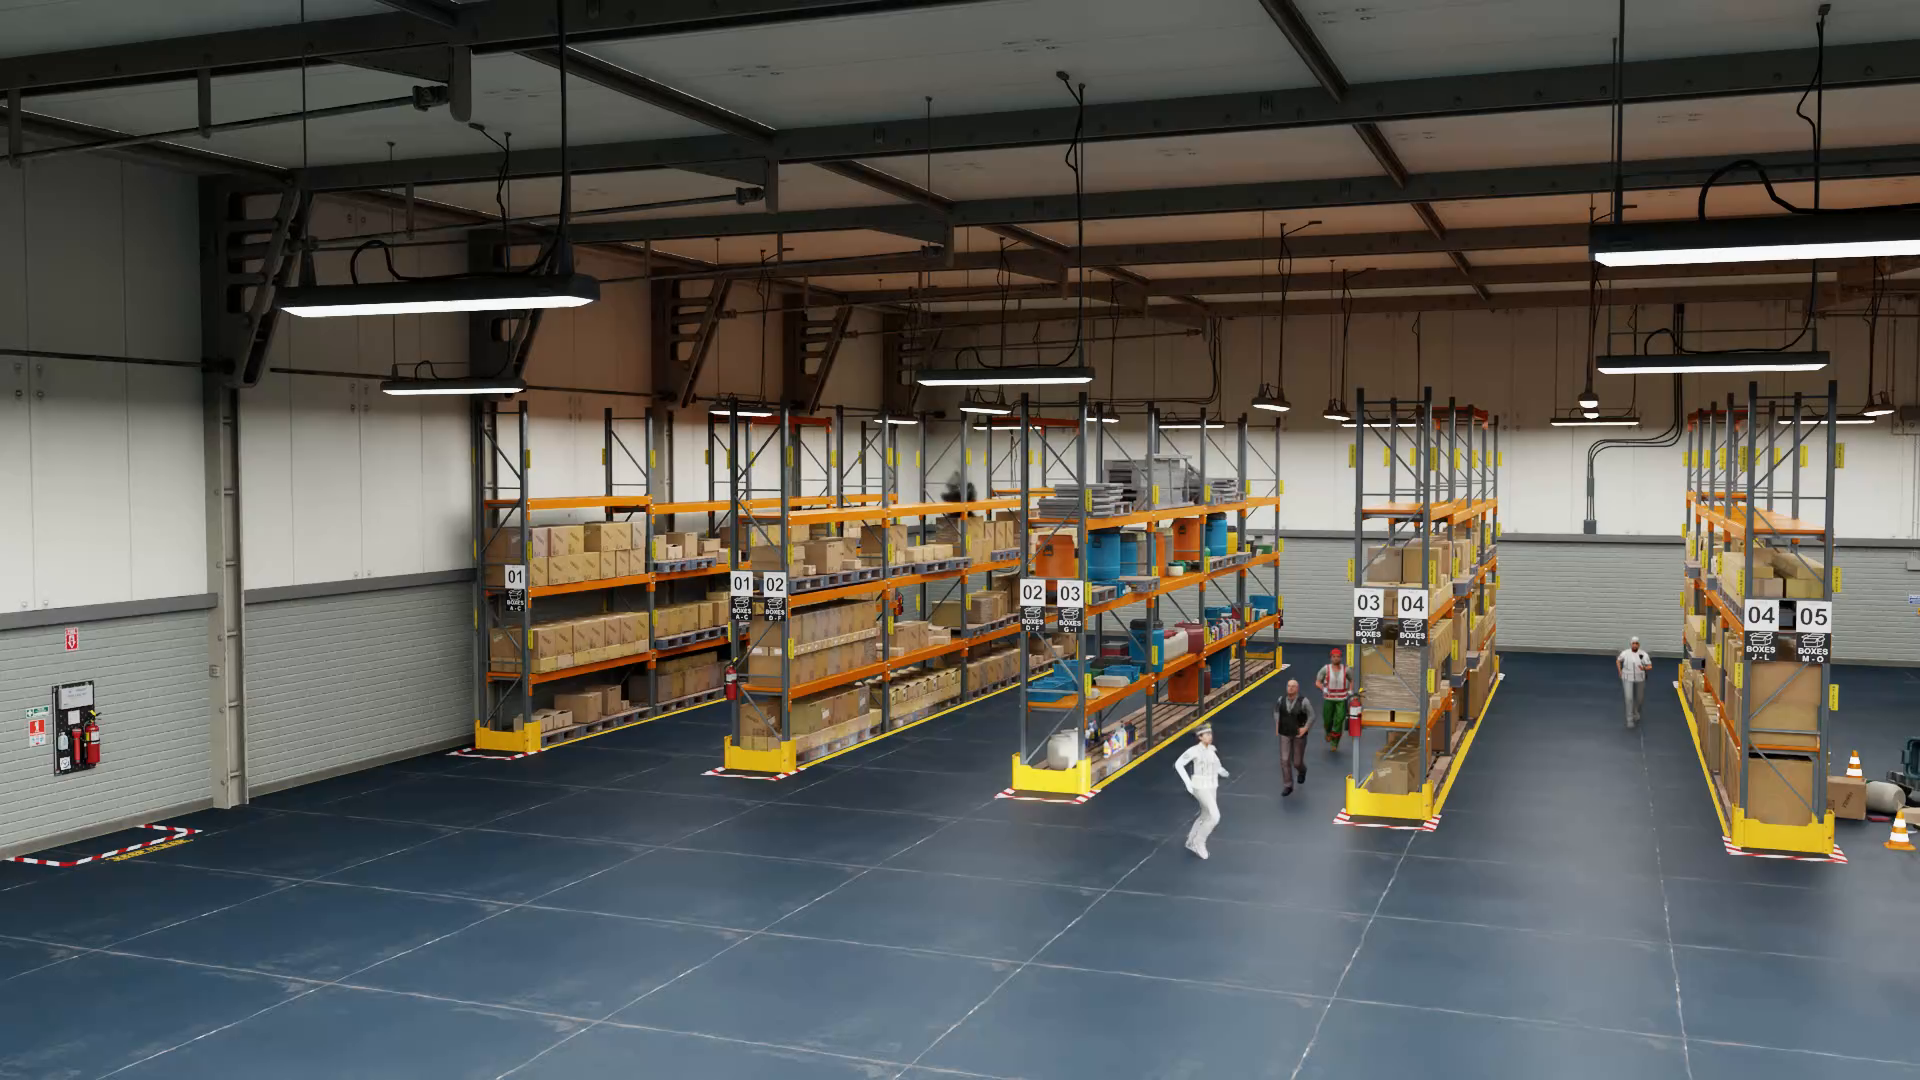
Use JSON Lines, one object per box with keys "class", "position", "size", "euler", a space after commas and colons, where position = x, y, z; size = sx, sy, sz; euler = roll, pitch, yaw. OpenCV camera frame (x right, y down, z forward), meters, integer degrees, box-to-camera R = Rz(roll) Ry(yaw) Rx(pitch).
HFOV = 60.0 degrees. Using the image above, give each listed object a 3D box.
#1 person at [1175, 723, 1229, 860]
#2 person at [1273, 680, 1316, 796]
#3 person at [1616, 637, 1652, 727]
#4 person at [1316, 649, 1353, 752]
{"class": "person", "position": [3.083, 3.146, 20.860], "size": [0.677, 1.687, 0.581], "euler": [3, 4, 45]}
{"class": "person", "position": [5.020, 2.947, 25.005], "size": [0.677, 1.708, 0.774], "euler": [1, 3, 24]}
{"class": "person", "position": [12.642, 2.639, 31.185], "size": [0.609, 1.648, 0.940], "euler": [1, 3, 18]}
{"class": "person", "position": [6.440, 2.737, 28.551], "size": [0.653, 1.750, 0.720], "euler": [0, 3, 9]}
